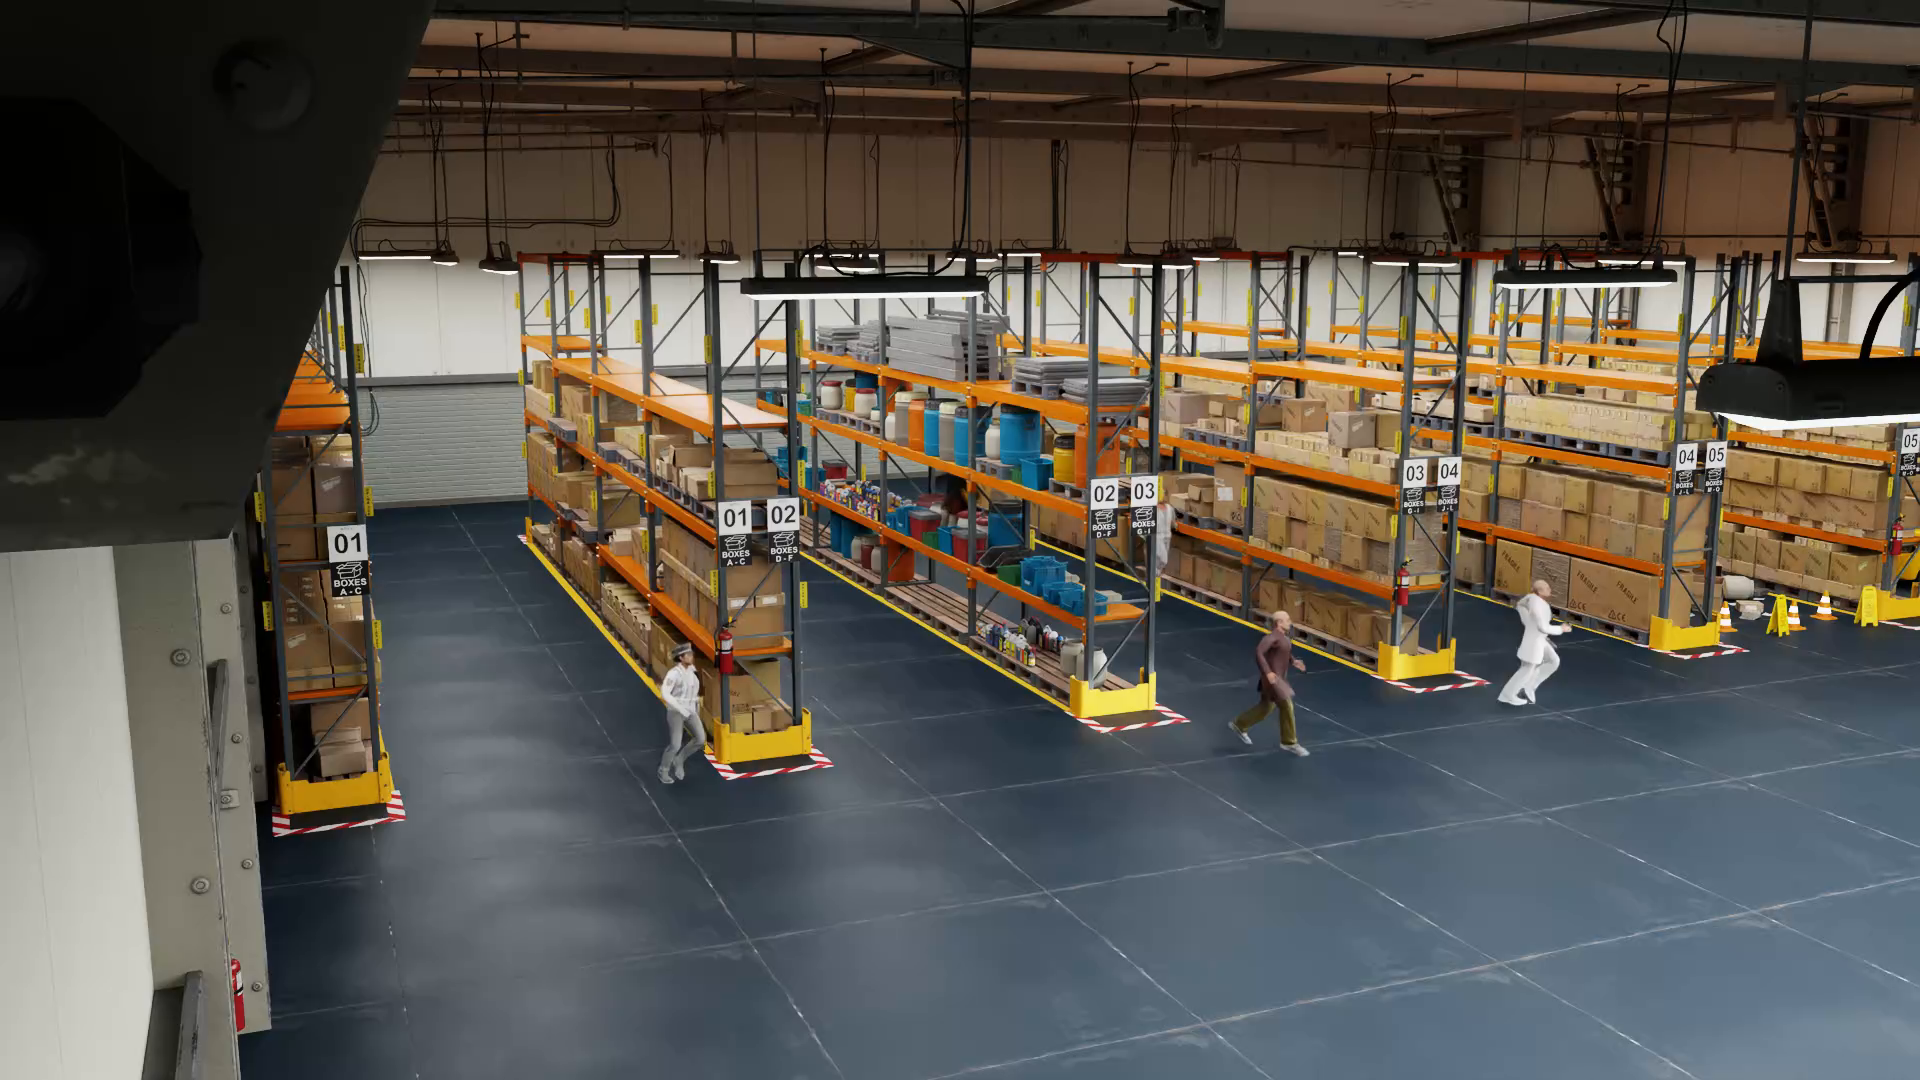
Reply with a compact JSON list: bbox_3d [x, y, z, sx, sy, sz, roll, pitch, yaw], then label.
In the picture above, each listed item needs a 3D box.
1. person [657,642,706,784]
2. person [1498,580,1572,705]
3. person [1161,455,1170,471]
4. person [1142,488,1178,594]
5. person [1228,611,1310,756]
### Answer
[{"bbox_3d":[-3.219,2.012,19.502,0.559,1.641,0.680,7,13,35],"label":"person"},{"bbox_3d":[7.811,1.384,22.549,0.892,1.730,0.732,4,11,19],"label":"person"},{"bbox_3d":[5.067,-2.067,41.874,0.590,1.680,0.754,3,11,14],"label":"person"},{"bbox_3d":[3.445,0.021,28.431,0.641,1.837,0.690,-7,12,-32],"label":"person"},{"bbox_3d":[3.846,1.746,20.594,1.021,1.794,0.673,3,11,14],"label":"person"}]
